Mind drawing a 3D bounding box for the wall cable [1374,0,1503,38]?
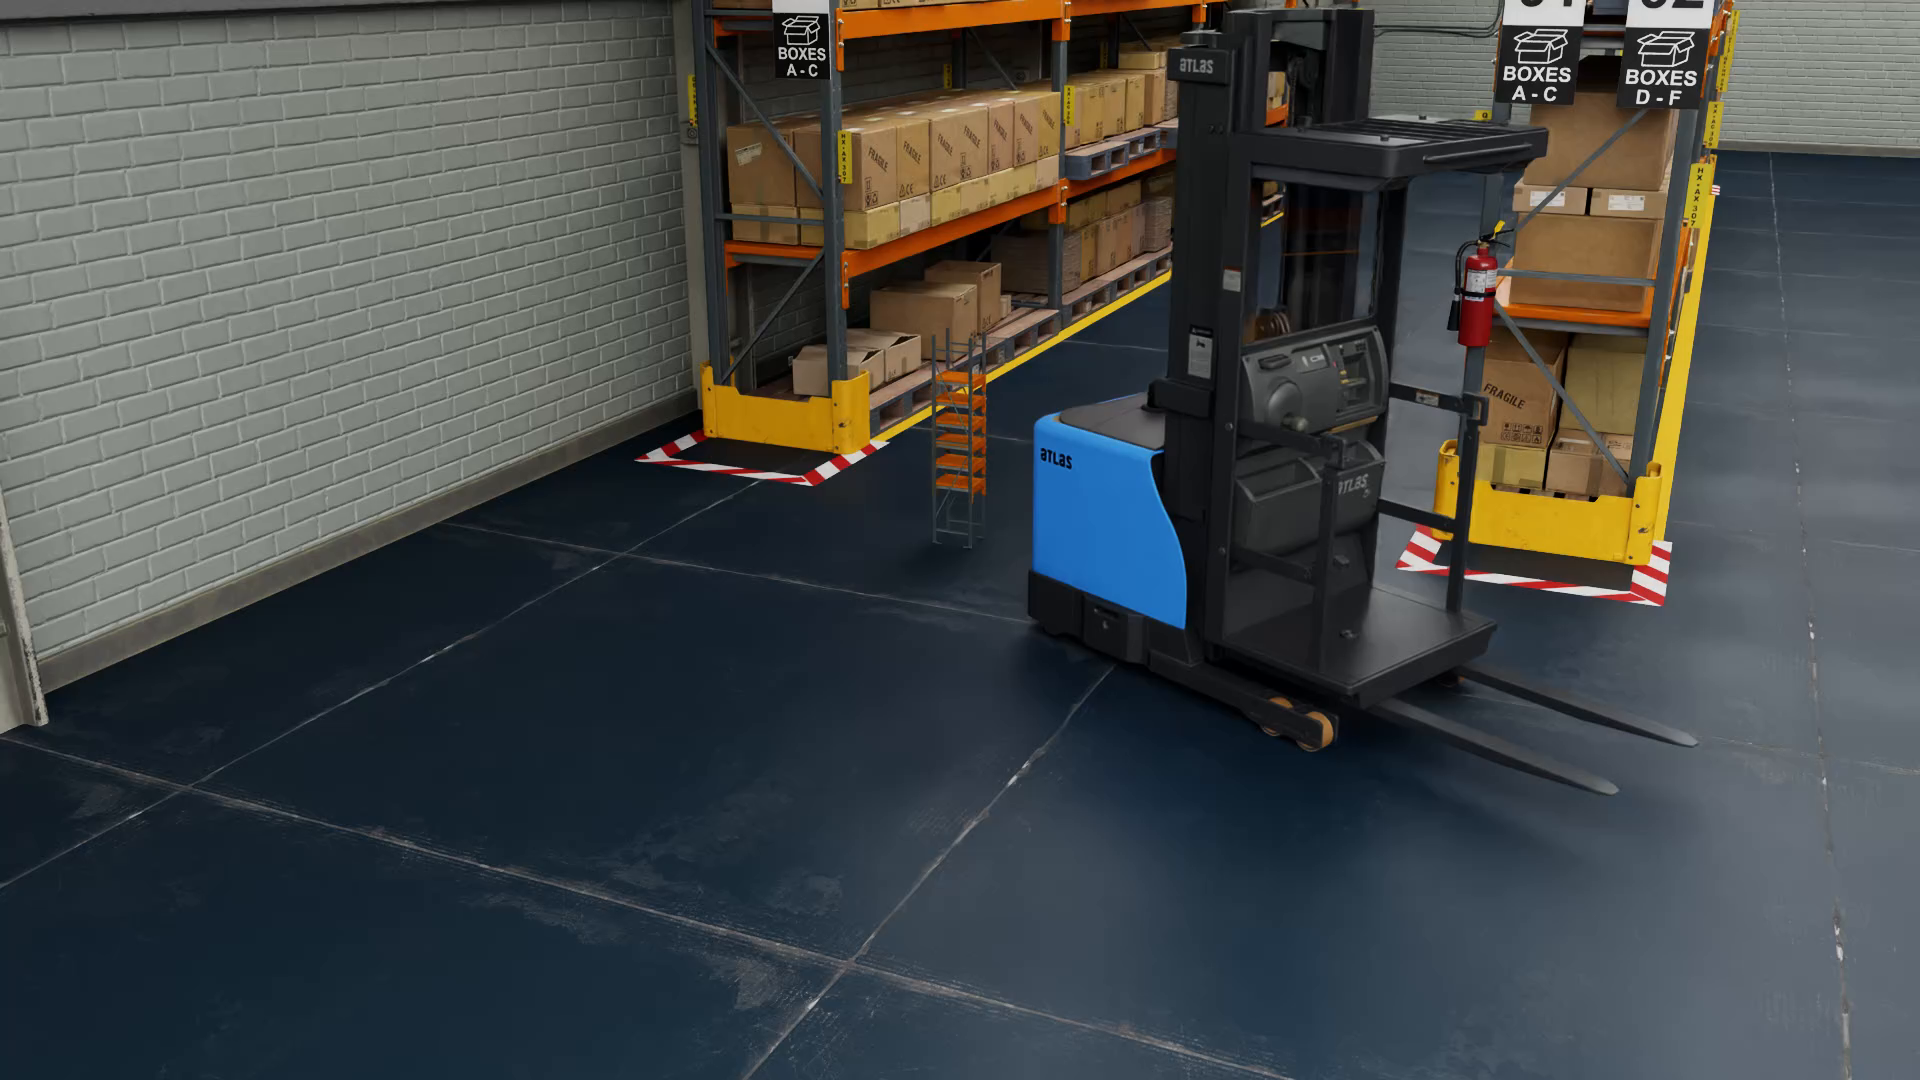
[{"bbox_3d":[7.969,-10.019,28.846,3.097,2.526,0.112,9,21,23],"label":"wall cable"}]

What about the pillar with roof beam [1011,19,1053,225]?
[{"bbox_3d":[4.657,-6.487,14.280,9.100,9.000,0.400,9,21,23],"label":"pillar with roof beam"}]

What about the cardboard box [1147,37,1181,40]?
[{"bbox_3d":[2.428,-5.569,18.908,0.500,0.250,0.500,8,21,21],"label":"cardboard box"}]

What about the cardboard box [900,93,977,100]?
[{"bbox_3d":[-0.185,-3.327,13.421,0.500,0.500,0.500,8,21,22],"label":"cardboard box"}]

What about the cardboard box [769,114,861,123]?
[{"bbox_3d":[-1.011,-2.702,11.666,0.500,0.500,0.500,9,21,23],"label":"cardboard box"}]

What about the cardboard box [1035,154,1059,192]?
[{"bbox_3d":[0.495,-3.060,13.790,0.500,0.250,0.500,9,21,23],"label":"cardboard box"}]

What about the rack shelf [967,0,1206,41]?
[{"bbox_3d":[1.232,-4.993,15.629,1.077,0.370,4.000,9,21,23],"label":"rack shelf"}]

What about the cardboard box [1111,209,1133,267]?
[{"bbox_3d":[1.309,-3.035,16.600,0.700,0.500,0.500,8,21,22],"label":"cardboard box"}]

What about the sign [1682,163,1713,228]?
[{"bbox_3d":[3.800,-1.773,8.568,0.100,0.325,0.005,9,21,23],"label":"sign"}]

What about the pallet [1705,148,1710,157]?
[{"bbox_3d":[6.785,-3.978,16.464,1.213,0.211,1.003,9,21,23],"label":"pallet"}]

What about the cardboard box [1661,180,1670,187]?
[{"bbox_3d":[3.758,-1.930,9.302,0.380,0.149,0.250,8,21,21],"label":"cardboard box"}]

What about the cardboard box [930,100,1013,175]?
[{"bbox_3d":[0.086,-3.107,12.802,0.500,0.500,0.500,8,21,21],"label":"cardboard box"}]

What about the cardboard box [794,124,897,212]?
[{"bbox_3d":[-0.755,-2.481,11.044,0.500,0.500,0.500,9,21,23],"label":"cardboard box"}]

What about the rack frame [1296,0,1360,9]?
[{"bbox_3d":[5.327,-6.976,24.607,1.000,3.000,0.127,9,21,23],"label":"rack frame"}]

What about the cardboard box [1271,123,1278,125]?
[{"bbox_3d":[4.483,-5.752,23.300,0.380,0.149,0.250,9,21,23],"label":"cardboard box"}]

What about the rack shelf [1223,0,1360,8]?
[{"bbox_3d":[4.508,-7.439,22.506,1.077,0.370,4.000,9,21,23],"label":"rack shelf"}]

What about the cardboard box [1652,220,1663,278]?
[{"bbox_3d":[3.918,-1.906,10.203,0.700,0.500,0.500,9,21,23],"label":"cardboard box"}]

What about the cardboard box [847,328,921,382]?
[{"bbox_3d":[-0.626,-1.398,12.281,0.500,0.311,0.500,11,22,27],"label":"cardboard box"}]

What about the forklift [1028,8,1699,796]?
[{"bbox_3d":[1.677,-0.684,7.017,1.130,2.935,3.031,-16,25,-38],"label":"forklift"}]

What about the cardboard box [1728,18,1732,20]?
[{"bbox_3d":[9.916,-6.642,22.026,0.500,0.500,0.500,8,21,22],"label":"cardboard box"}]

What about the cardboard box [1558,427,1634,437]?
[{"bbox_3d":[3.920,-0.595,10.142,0.500,0.250,0.500,9,21,23],"label":"cardboard box"}]

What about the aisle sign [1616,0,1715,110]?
[{"bbox_3d":[3.548,-2.569,8.335,0.394,0.787,0.004,9,21,23],"label":"aisle sign"}]

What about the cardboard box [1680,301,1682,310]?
[{"bbox_3d":[5.954,-2.091,14.347,0.500,0.250,0.500,9,21,24],"label":"cardboard box"}]

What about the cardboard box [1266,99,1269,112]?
[{"bbox_3d":[3.525,-5.260,20.126,0.380,0.149,0.250,9,21,23],"label":"cardboard box"}]

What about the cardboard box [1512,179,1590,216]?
[{"bbox_3d":[3.278,-1.902,9.222,0.380,0.149,0.250,8,21,22],"label":"cardboard box"}]

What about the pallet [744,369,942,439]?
[{"bbox_3d":[-0.829,-1.037,12.071,1.003,0.211,1.213,9,21,23],"label":"pallet"}]

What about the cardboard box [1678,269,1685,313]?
[{"bbox_3d":[5.540,-2.040,13.368,0.500,0.311,0.500,8,21,22],"label":"cardboard box"}]

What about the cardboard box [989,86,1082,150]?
[{"bbox_3d":[0.652,-3.713,14.626,0.700,0.500,0.500,9,21,23],"label":"cardboard box"}]

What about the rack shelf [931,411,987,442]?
[{"bbox_3d":[-0.006,-0.632,9.230,0.258,0.103,0.180,9,21,23],"label":"rack shelf"}]

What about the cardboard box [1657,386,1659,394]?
[{"bbox_3d":[4.335,-1.253,10.874,0.500,0.500,0.500,9,21,23],"label":"cardboard box"}]

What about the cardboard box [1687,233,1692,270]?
[{"bbox_3d":[6.375,-2.664,15.124,0.500,0.311,0.500,8,21,22],"label":"cardboard box"}]

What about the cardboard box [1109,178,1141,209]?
[{"bbox_3d":[1.513,-3.520,16.845,0.500,0.250,0.500,9,21,24],"label":"cardboard box"}]

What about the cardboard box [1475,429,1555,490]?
[{"bbox_3d":[3.246,-0.513,9.911,0.500,0.250,0.500,9,21,23],"label":"cardboard box"}]

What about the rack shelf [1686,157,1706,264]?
[{"bbox_3d":[5.753,-2.901,14.224,1.077,0.370,4.000,9,21,23],"label":"rack shelf"}]

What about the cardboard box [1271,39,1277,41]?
[{"bbox_3d":[3.513,-5.970,20.037,0.500,0.250,0.500,9,21,24],"label":"cardboard box"}]

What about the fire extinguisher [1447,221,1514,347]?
[{"bbox_3d":[2.824,-1.397,9.036,0.296,0.674,0.183,9,21,23],"label":"fire extinguisher"}]

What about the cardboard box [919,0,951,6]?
[{"bbox_3d":[-0.399,-3.941,11.418,0.500,0.500,0.500,10,22,25],"label":"cardboard box"}]

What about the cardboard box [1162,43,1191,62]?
[{"bbox_3d":[2.484,-5.192,17.850,0.500,0.250,0.500,9,22,24],"label":"cardboard box"}]

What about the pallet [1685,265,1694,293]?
[{"bbox_3d":[6.912,-2.761,16.917,1.003,0.211,1.213,9,21,23],"label":"pallet"}]

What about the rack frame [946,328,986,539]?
[{"bbox_3d":[0.032,-0.589,9.334,0.240,1.200,0.006,9,21,23],"label":"rack frame"}]

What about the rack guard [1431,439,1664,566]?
[{"bbox_3d":[3.286,-0.221,9.344,1.175,0.500,0.348,9,21,23],"label":"rack guard"}]

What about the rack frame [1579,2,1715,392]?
[{"bbox_3d":[4.934,-2.629,12.384,1.000,3.000,0.127,9,21,23],"label":"rack frame"}]

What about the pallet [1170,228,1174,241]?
[{"bbox_3d":[2.442,-3.447,18.846,1.003,0.211,1.213,9,21,23],"label":"pallet"}]

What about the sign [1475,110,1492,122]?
[{"bbox_3d":[2.806,-2.142,8.933,0.100,0.325,0.005,9,21,23],"label":"sign"}]

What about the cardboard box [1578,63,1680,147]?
[{"bbox_3d":[4.346,-2.843,10.901,0.700,0.500,0.500,9,21,23],"label":"cardboard box"}]

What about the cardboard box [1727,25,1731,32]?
[{"bbox_3d":[9.081,-6.013,20.258,0.500,0.500,0.500,8,21,21],"label":"cardboard box"}]

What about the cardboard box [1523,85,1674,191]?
[{"bbox_3d":[3.520,-2.221,9.153,0.700,0.500,0.500,9,21,23],"label":"cardboard box"}]

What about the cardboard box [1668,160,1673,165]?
[{"bbox_3d":[4.178,-2.243,10.182,0.380,0.149,0.250,8,21,22],"label":"cardboard box"}]

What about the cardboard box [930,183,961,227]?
[{"bbox_3d":[-0.322,-2.445,12.060,0.500,0.250,0.500,8,21,22],"label":"cardboard box"}]

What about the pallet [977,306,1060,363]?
[{"bbox_3d":[0.170,-1.783,14.168,1.003,0.211,1.213,9,21,23],"label":"pallet"}]

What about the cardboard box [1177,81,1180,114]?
[{"bbox_3d":[2.483,-4.840,17.979,0.500,0.500,0.500,9,22,24],"label":"cardboard box"}]

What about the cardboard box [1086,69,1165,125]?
[{"bbox_3d":[1.663,-4.465,16.741,0.700,0.500,0.500,6,21,18],"label":"cardboard box"}]

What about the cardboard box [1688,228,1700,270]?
[{"bbox_3d":[7.019,-2.981,16.448,0.500,0.500,0.500,10,22,25],"label":"cardboard box"}]

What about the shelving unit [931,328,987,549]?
[{"bbox_3d":[-0.006,-0.561,9.255,0.258,1.200,0.189,9,21,23],"label":"shelving unit"}]
